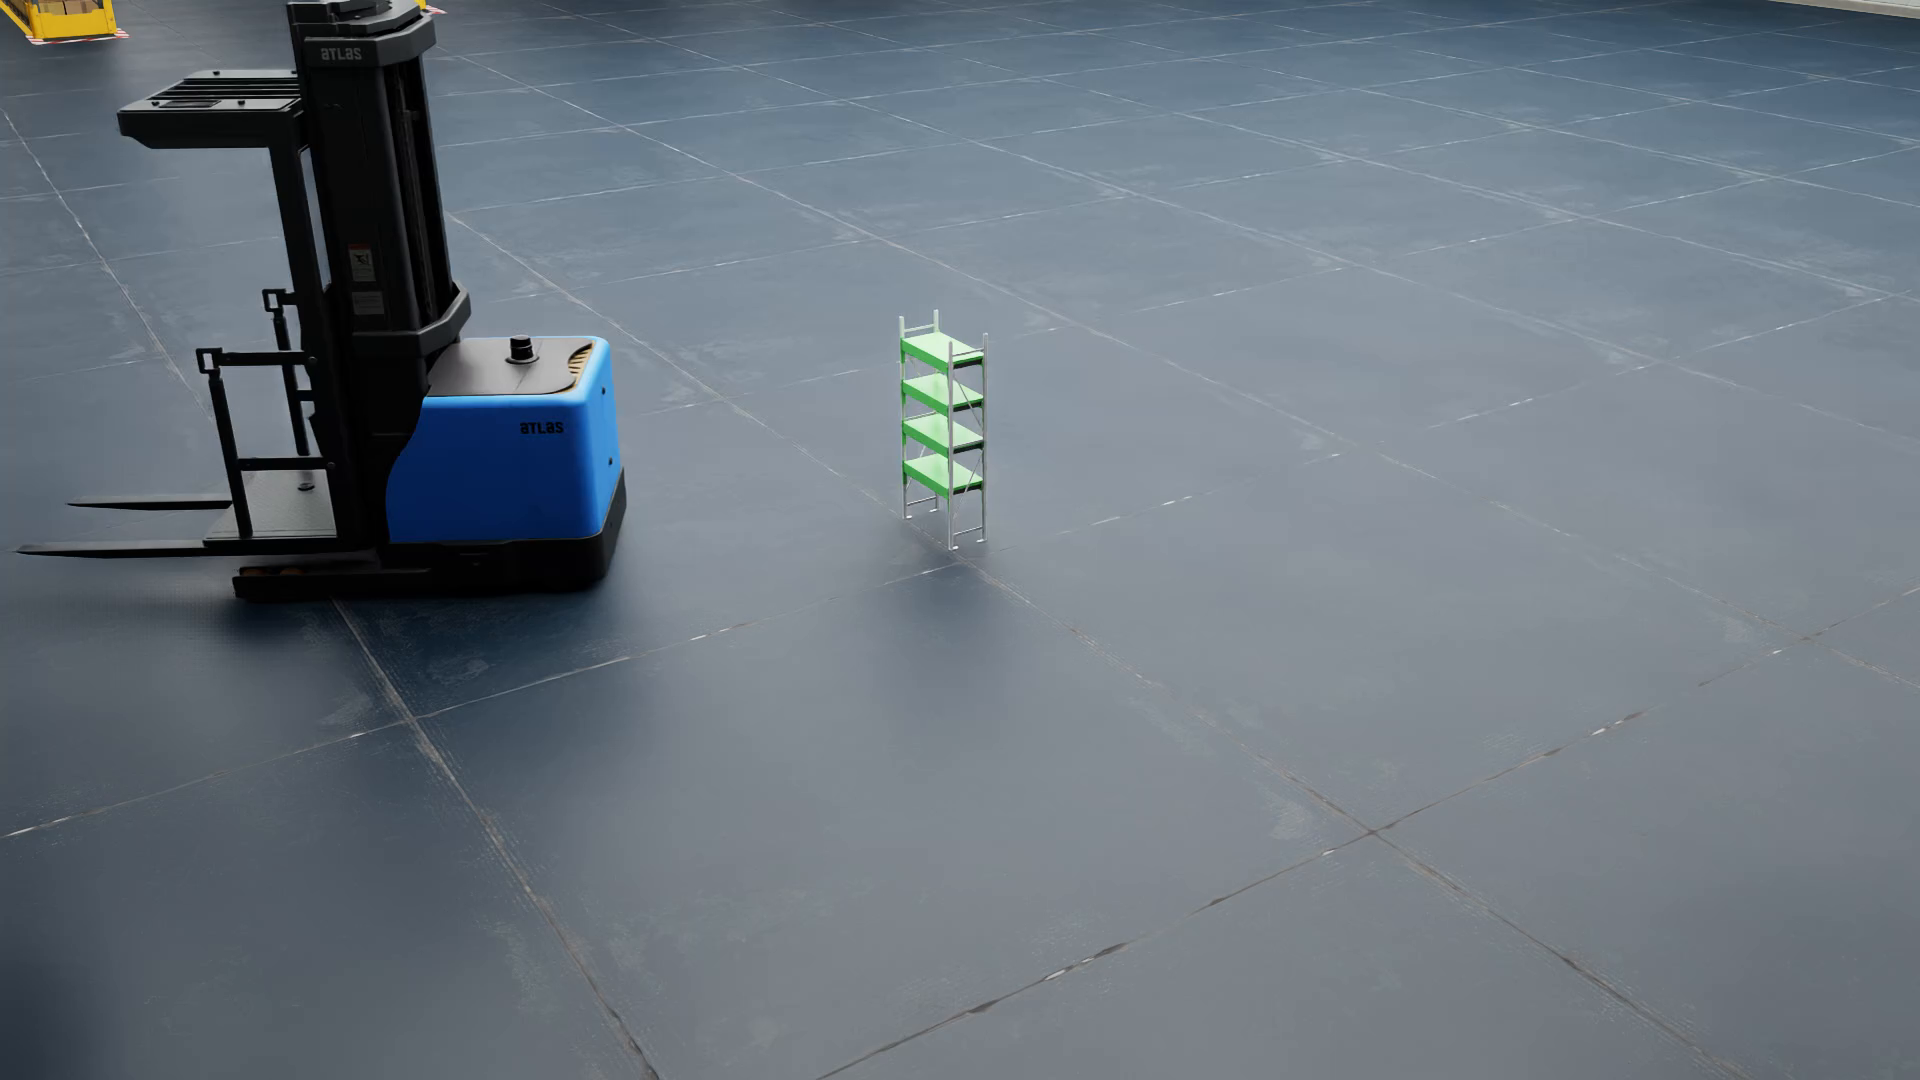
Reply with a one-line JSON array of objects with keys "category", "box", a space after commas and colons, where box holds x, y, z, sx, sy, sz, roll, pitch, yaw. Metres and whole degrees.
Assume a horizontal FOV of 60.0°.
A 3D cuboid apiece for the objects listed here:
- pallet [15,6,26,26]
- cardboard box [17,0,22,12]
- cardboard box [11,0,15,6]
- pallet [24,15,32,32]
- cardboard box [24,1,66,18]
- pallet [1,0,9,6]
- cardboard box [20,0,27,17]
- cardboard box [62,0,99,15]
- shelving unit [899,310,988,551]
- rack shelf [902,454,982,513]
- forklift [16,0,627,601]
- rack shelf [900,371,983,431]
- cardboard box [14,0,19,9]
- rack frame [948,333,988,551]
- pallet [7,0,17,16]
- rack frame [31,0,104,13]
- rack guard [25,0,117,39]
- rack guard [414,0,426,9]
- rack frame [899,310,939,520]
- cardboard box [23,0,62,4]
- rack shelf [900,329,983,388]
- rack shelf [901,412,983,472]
[{"category": "pallet", "box": [-14.945, -8.700, 27.432, 1.003, 0.211, 1.213, -16, 29, -30]}, {"category": "cardboard box", "box": [-14.928, -8.685, 26.864, 0.500, 0.250, 0.500, -16, 29, -30]}, {"category": "cardboard box", "box": [-15.477, -9.042, 27.619, 0.500, 0.250, 0.500, -16, 29, -30]}, {"category": "pallet", "box": [-14.283, -8.264, 26.509, 1.003, 0.211, 1.213, -16, 29, -30]}, {"category": "cardboard box", "box": [-14.370, -8.331, 26.113, 0.500, 0.250, 0.500, -16, 29, -30]}, {"category": "pallet", "box": [-16.449, -9.686, 29.520, 1.003, 0.211, 1.213, -16, 29, -30]}, {"category": "cardboard box", "box": [-14.653, -8.507, 26.486, 0.500, 0.250, 0.500, -16, 29, -30]}, {"category": "cardboard box", "box": [-13.936, -8.452, 26.368, 0.500, 0.250, 0.500, -16, 29, -30]}, {"category": "shelving unit", "box": [-0.090, -0.602, 9.119, 0.258, 1.200, 0.503, -16, 29, -30]}, {"category": "rack shelf", "box": [-0.090, -0.327, 9.249, 0.258, 0.148, 0.480, -16, 29, -30]}, {"category": "forklift", "box": [-3.391, -1.241, 8.445, 3.031, 2.935, 1.130, -1, 25, -3]}, {"category": "rack shelf", "box": [-0.090, -0.761, 9.044, 0.258, 0.148, 0.480, -16, 29, -30]}, {"category": "cardboard box", "box": [-15.199, -8.865, 27.243, 0.500, 0.250, 0.500, -16, 29, -30]}, {"category": "rack frame", "box": [0.043, -0.515, 8.934, 0.240, 1.200, 0.015, -16, 29, -30]}, {"category": "pallet", "box": [-15.615, -9.137, 28.358, 1.003, 0.211, 1.213, -16, 29, -30]}, {"category": "rack frame", "box": [-13.830, -9.262, 25.355, 1.000, 3.000, 0.127, -16, 29, -30]}, {"category": "rack guard", "box": [-13.817, -8.123, 25.870, 1.175, 0.500, 0.348, -16, 29, -30]}, {"category": "rack guard", "box": [-9.759, -9.300, 28.365, 1.175, 0.500, 0.348, -16, 29, -30]}, {"category": "rack frame", "box": [-0.224, -0.689, 9.304, 0.240, 1.200, 0.015, -16, 29, -30]}, {"category": "cardboard box", "box": [-14.372, -8.670, 25.952, 0.500, 0.500, 0.500, -16, 29, -30]}, {"category": "rack shelf", "box": [-0.090, -0.978, 8.942, 0.258, 0.148, 0.480, -16, 29, -30]}, {"category": "rack shelf", "box": [-0.090, -0.544, 9.147, 0.258, 0.148, 0.480, -16, 29, -30]}]
